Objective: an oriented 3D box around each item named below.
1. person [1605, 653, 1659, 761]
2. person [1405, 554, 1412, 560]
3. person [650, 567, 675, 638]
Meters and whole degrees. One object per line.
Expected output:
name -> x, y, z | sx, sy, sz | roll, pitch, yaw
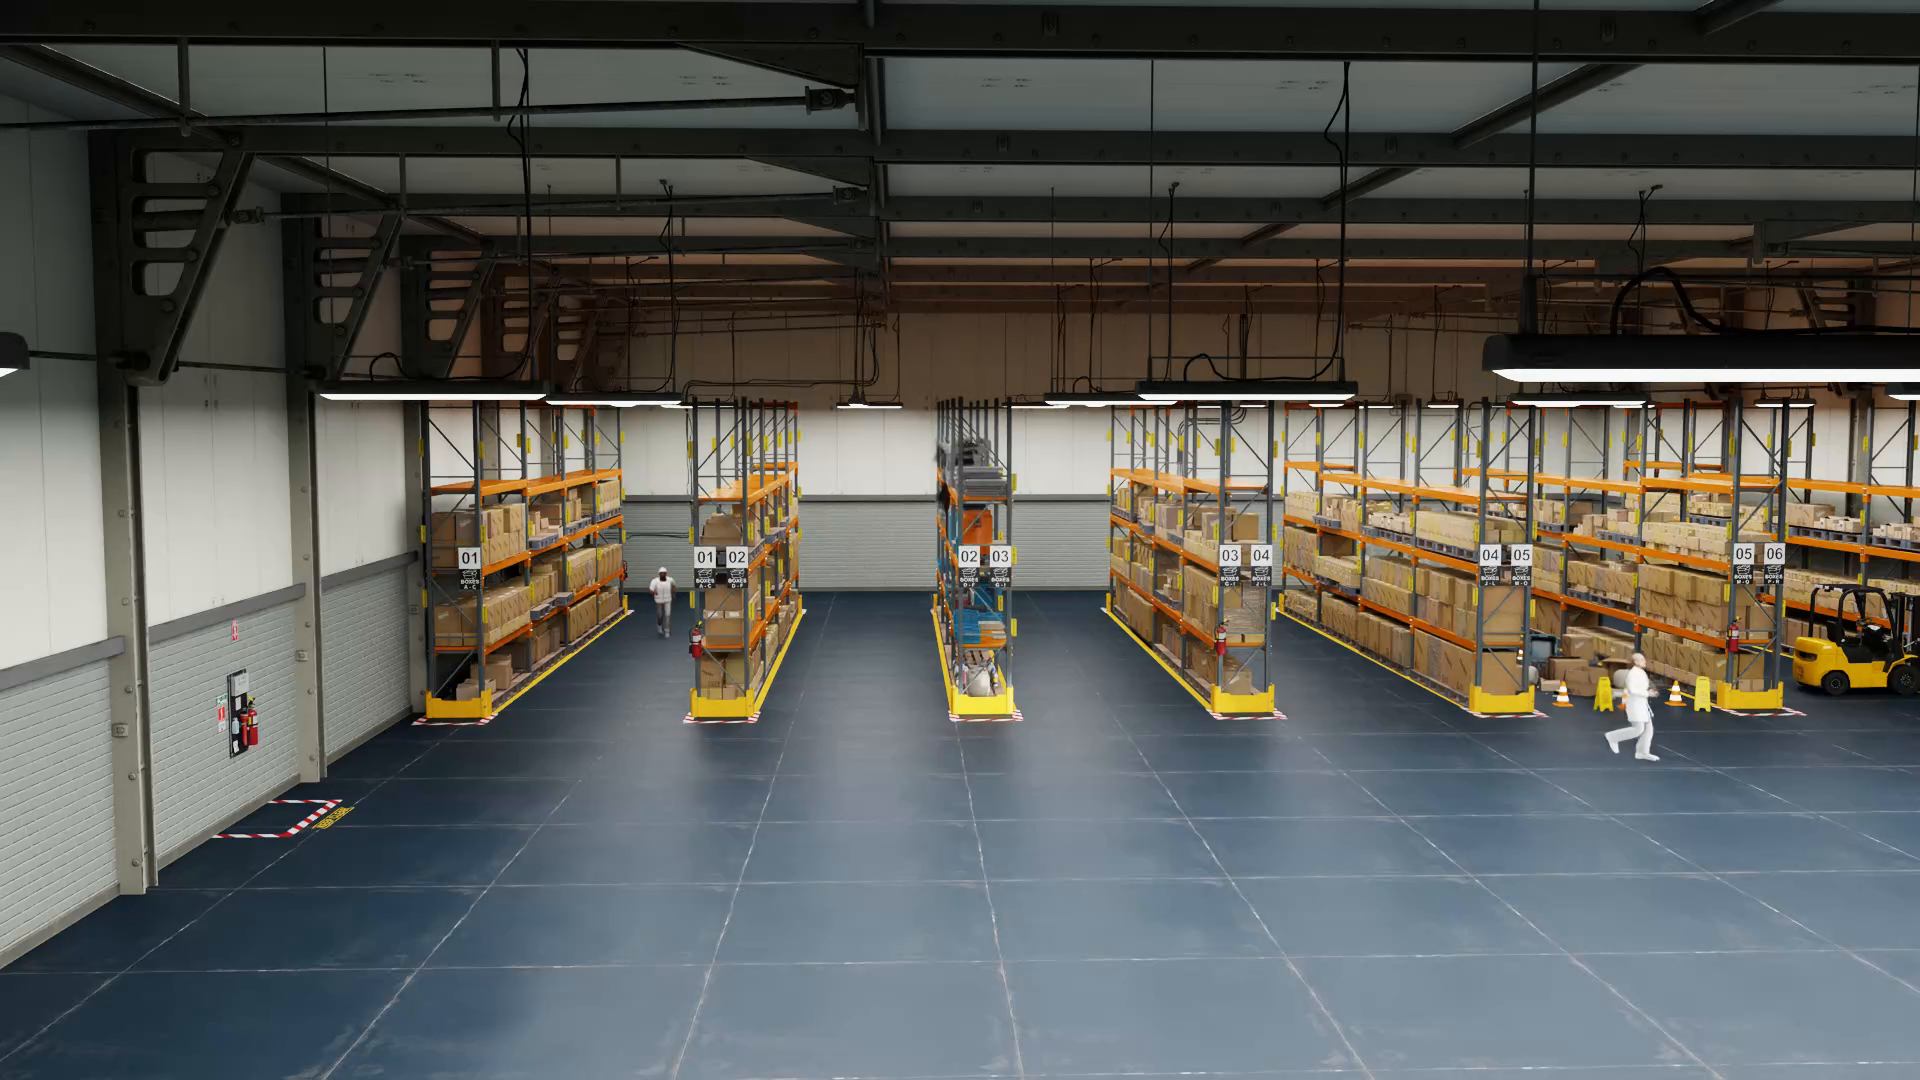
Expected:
person -> 11.097, 2.729, 27.377 | 0.834, 1.746, 0.718 | 3, 5, 33
person -> 13.662, 1.183, 49.263 | 0.970, 1.557, 0.613 | 1, 4, 7
person -> -7.549, 1.564, 42.243 | 0.665, 1.766, 0.968 | -1, 5, -14
